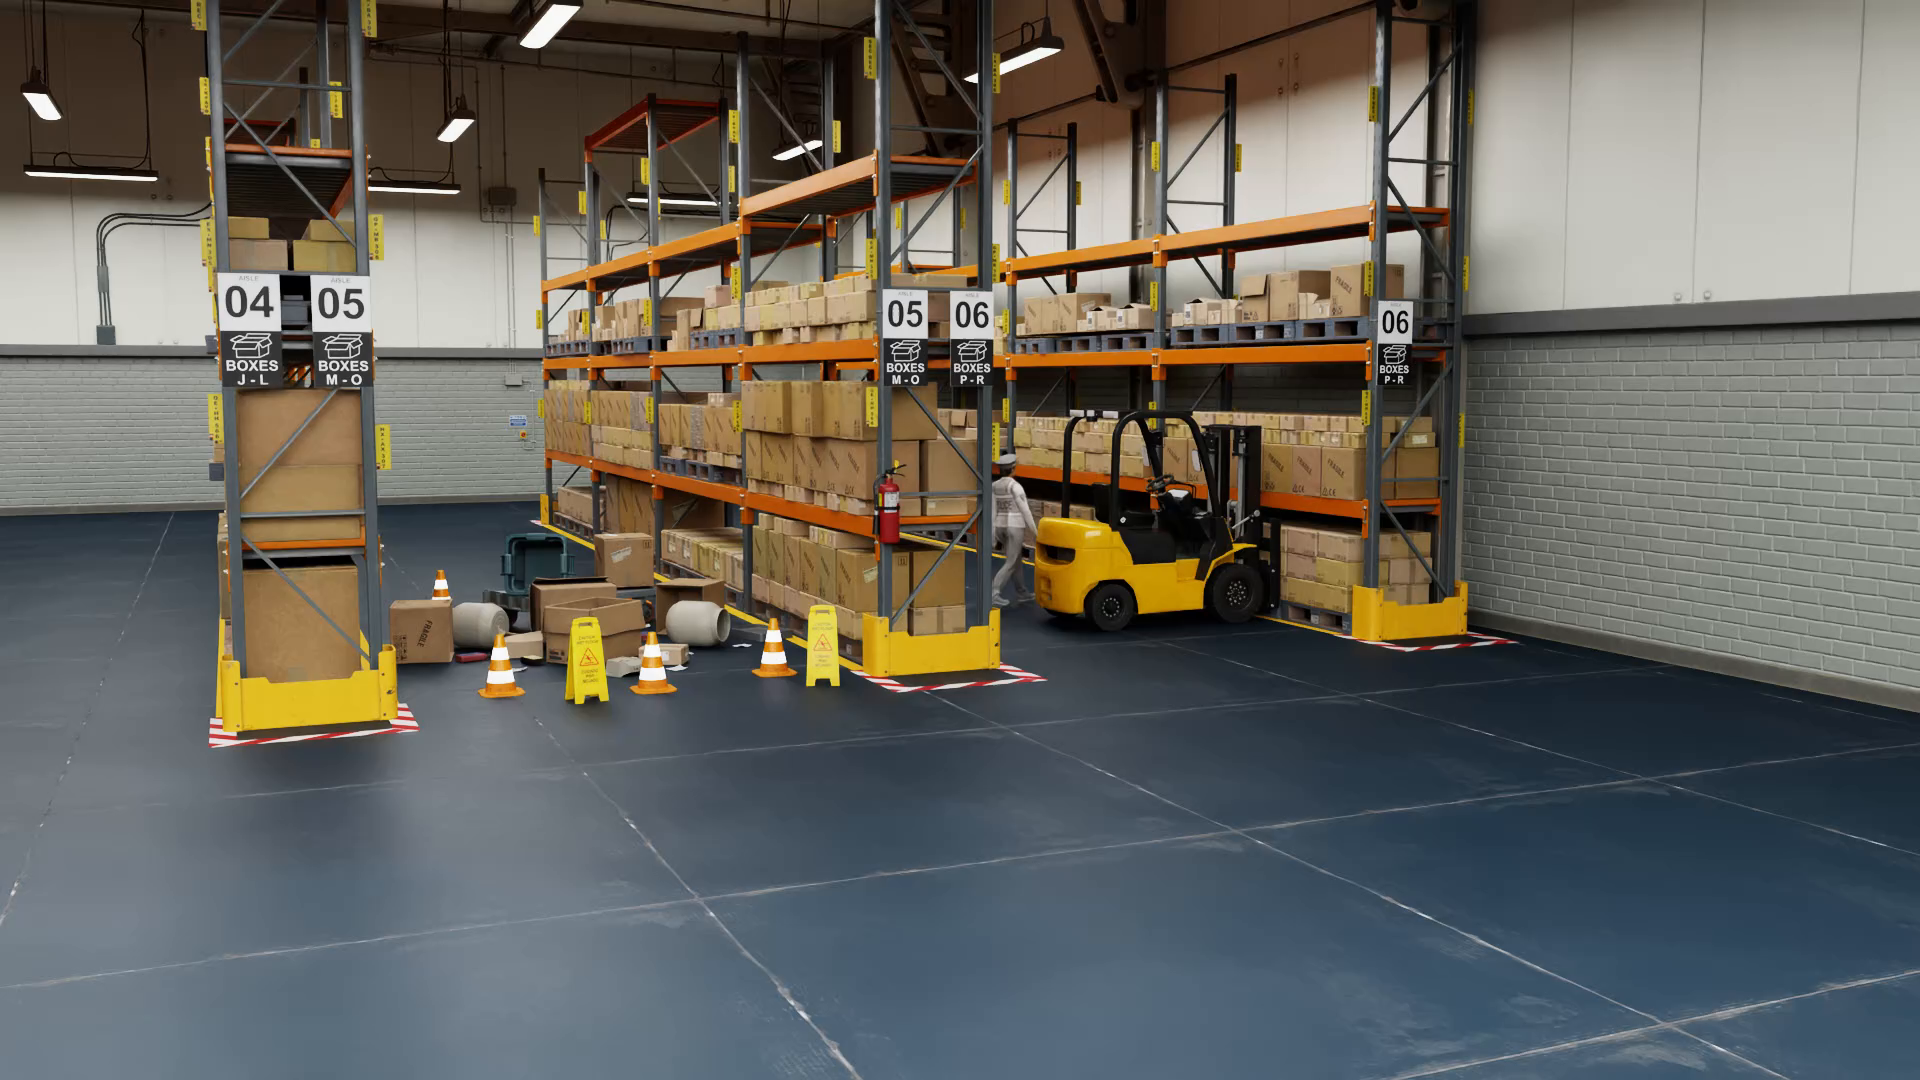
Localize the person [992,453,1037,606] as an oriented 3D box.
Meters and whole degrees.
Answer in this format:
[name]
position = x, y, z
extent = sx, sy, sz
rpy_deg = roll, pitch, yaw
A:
[person]
position = 0.587, -0.116, 18.053
extent = 0.902, 1.645, 0.505
rpy_deg = -4, 7, -37
